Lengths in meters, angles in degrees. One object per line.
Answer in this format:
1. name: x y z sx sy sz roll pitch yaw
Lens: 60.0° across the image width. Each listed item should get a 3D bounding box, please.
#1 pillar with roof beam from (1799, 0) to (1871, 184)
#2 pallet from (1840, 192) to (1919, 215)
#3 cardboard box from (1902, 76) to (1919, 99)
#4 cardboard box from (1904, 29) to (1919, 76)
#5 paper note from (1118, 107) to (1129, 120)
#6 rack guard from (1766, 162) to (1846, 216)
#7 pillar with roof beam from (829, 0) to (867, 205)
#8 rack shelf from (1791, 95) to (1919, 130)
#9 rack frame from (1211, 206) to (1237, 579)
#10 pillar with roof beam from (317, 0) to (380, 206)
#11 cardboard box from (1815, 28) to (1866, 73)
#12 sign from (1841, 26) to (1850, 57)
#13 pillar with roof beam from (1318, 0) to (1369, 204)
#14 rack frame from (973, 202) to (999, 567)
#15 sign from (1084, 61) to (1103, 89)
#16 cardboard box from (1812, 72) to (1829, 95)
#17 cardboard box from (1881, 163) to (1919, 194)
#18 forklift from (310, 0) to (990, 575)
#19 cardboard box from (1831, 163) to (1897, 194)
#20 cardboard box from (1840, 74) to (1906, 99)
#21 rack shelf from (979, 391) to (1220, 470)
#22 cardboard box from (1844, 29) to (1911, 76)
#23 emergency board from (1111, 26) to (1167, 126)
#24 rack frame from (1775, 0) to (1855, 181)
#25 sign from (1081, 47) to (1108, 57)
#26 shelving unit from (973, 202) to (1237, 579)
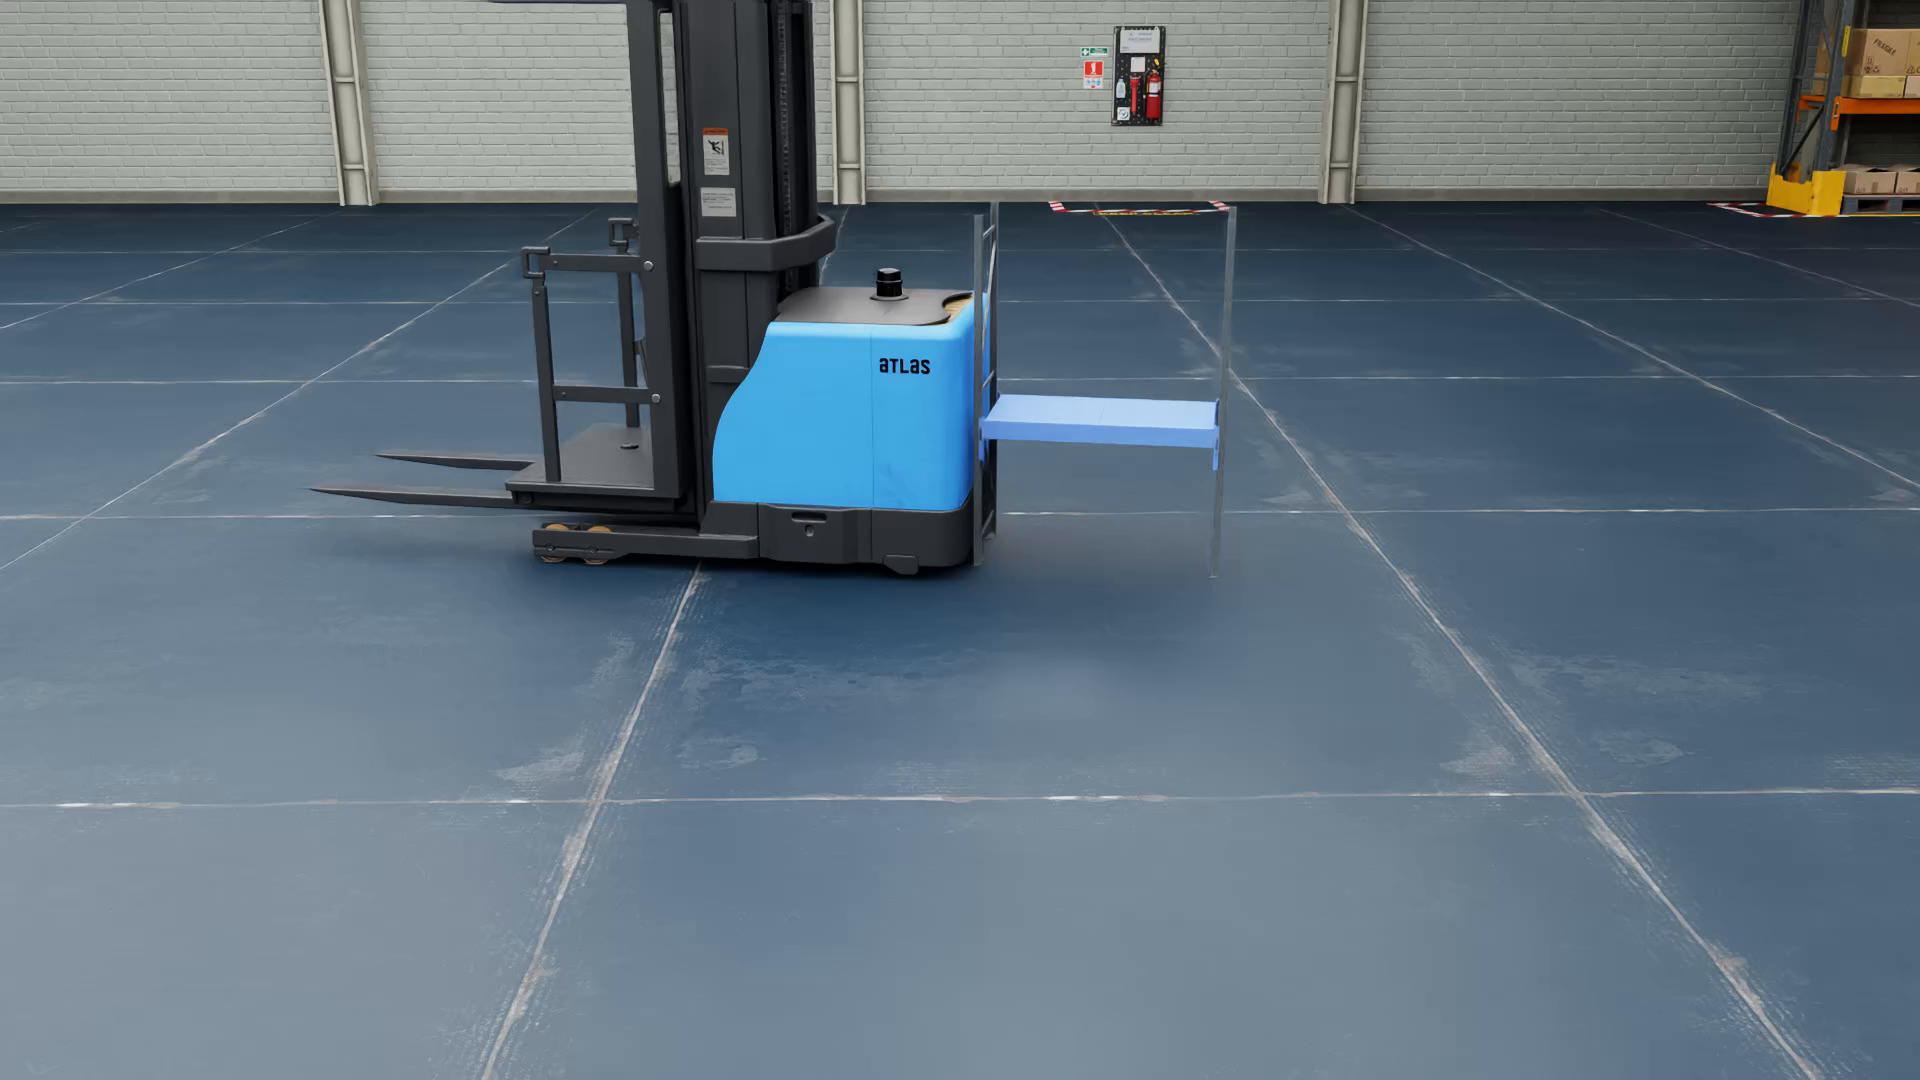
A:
1. pillar with roof beam: 10.714 -7.176 15.185 0.400 9.000 9.100 0 18 -1
2. pallet: 10.849 -4.032 19.772 1.213 0.211 1.003 0 18 -1
3. cardboard box: 10.972 -5.217 19.113 0.500 0.250 0.500 -1 18 -3
4. cardboard box: 10.936 -5.572 18.991 0.500 0.500 0.500 0 18 -1
5. paper note: 1.997 -5.206 20.307 0.142 0.148 0.016 0 18 -1
6. rack guard: 10.036 -4.177 19.749 0.348 0.500 1.175 0 18 -1
7. pillar with roof beam: -1.284 -7.118 15.005 0.400 9.000 9.100 0 18 -1
8. rack shelf: 11.960 -5.034 19.506 4.000 0.370 1.077 0 18 -1
9. rack frame: 1.116 -0.624 7.037 0.032 1.500 0.500 3 18 9
10. pillar with roof beam: -7.284 -7.089 14.915 0.400 9.000 9.100 0 18 -1
11. cardboard box: 10.428 -5.729 19.481 0.500 0.500 0.500 0 18 -1
12. sign: 9.969 -5.613 18.717 0.005 0.325 0.100 0 18 -1
13. pillar with roof beam: 4.715 -7.147 15.095 0.400 9.000 9.100 0 18 -1
14. rack frame: 0.113 -0.674 7.194 0.032 1.500 0.500 3 18 9
15. sign: 1.621 -5.651 20.194 0.234 0.329 0.001 0 18 -1
16. cardboard box: 10.424 -5.366 19.578 0.500 0.250 0.500 0 18 0
17. cardboard box: 11.223 -4.274 19.643 0.500 0.311 0.500 1 18 4
18. forklift: -1.407 -1.442 7.245 3.031 2.935 1.130 3 18 9
19. cardboard box: 10.653 -4.272 19.634 0.500 0.311 0.500 -2 18 -7
20. cardboard box: 10.453 -5.210 19.091 0.500 0.250 0.500 -1 18 -2
21. rack shelf: 0.614 -0.478 7.170 1.000 0.185 0.538 3 18 9
22. cardboard box: 10.442 -5.572 18.993 0.500 0.500 0.500 0 18 -1
23. emergency board: 2.175 -5.605 20.109 0.643 1.169 0.194 0 18 -1
24. rack frame: 9.960 -5.367 19.366 0.127 3.000 1.000 0 18 -1
25. sign: 1.626 -5.900 20.104 0.331 0.109 0.001 0 18 -1
26. shelving unit: 0.614 -0.649 7.115 1.048 1.500 0.538 3 18 9
